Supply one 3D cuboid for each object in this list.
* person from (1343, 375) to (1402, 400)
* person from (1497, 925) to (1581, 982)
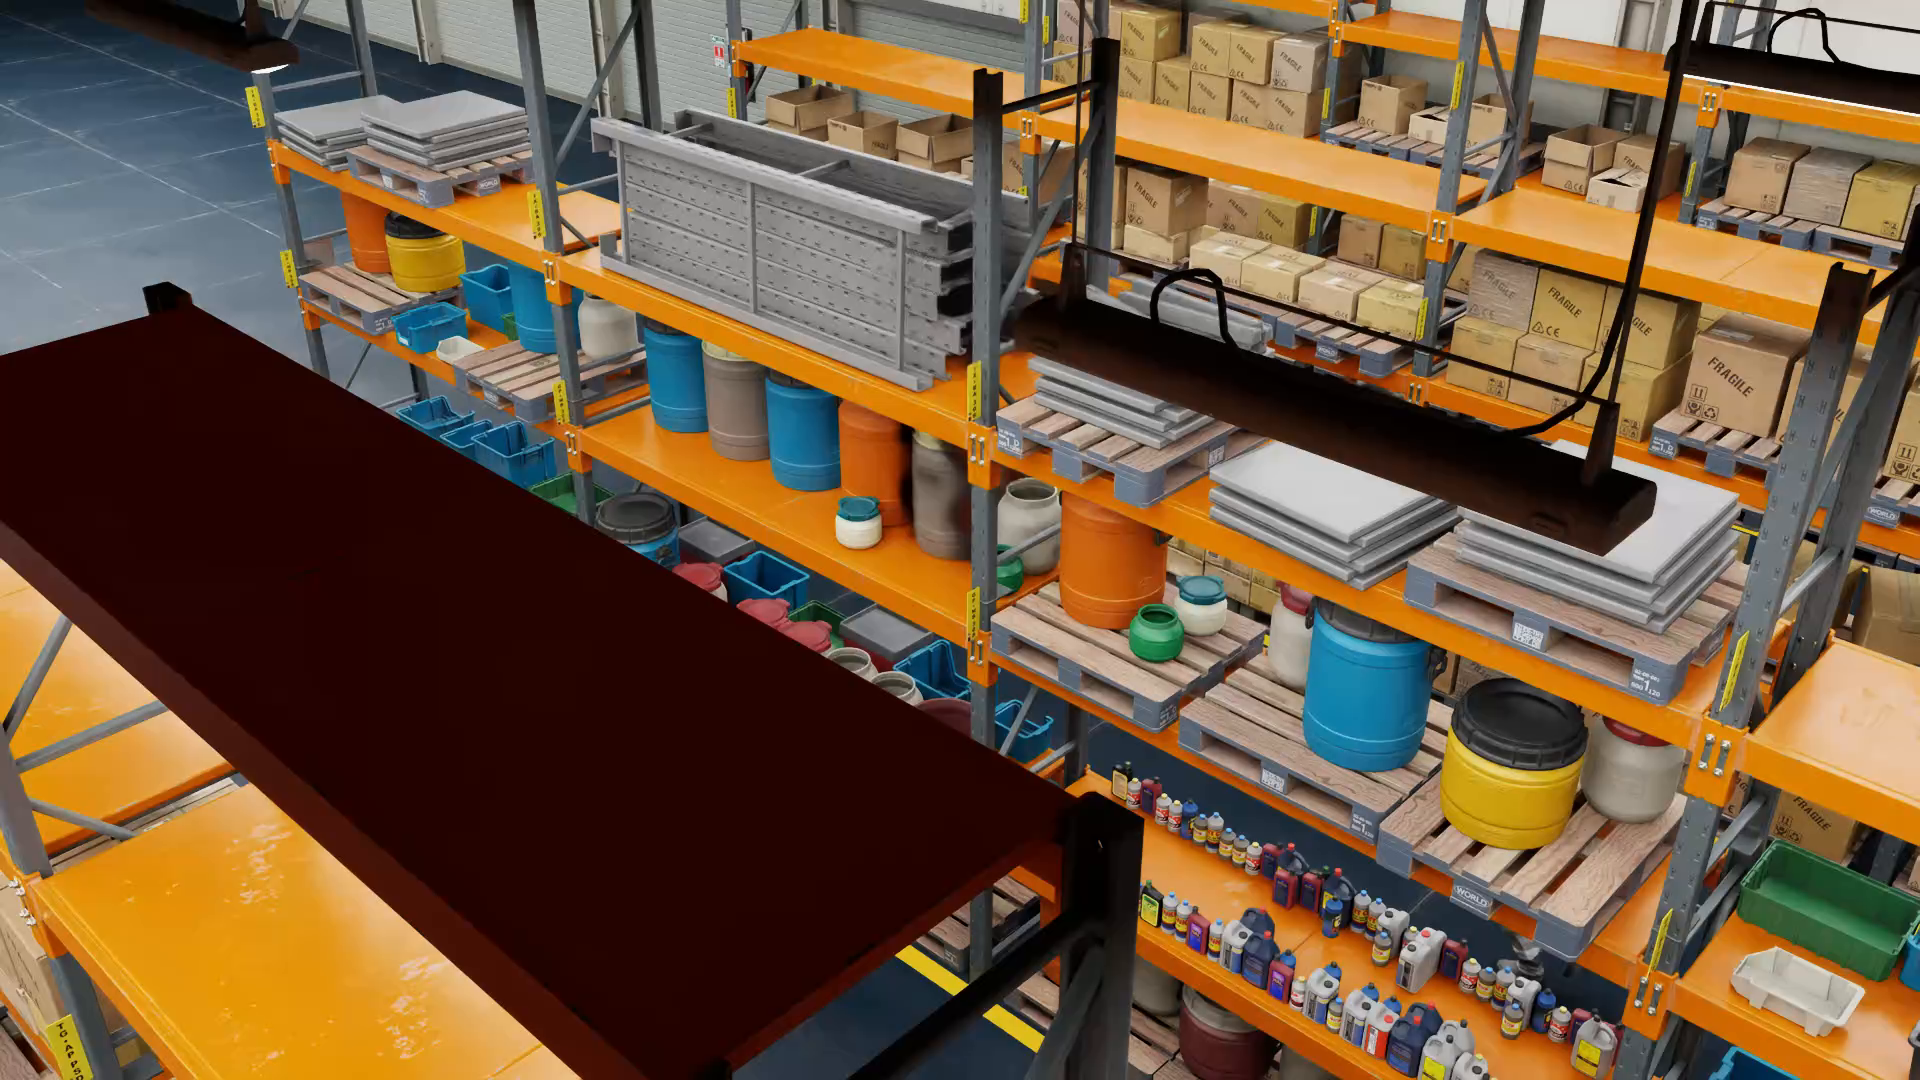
[{"bbox_3d":[4.022,-0.832,16.087,0.698,1.683,1.006,-18,34,-29],"label":"person"},{"bbox_3d":[3.755,2.190,10.610,0.701,1.715,0.663,14,32,24],"label":"person"}]
